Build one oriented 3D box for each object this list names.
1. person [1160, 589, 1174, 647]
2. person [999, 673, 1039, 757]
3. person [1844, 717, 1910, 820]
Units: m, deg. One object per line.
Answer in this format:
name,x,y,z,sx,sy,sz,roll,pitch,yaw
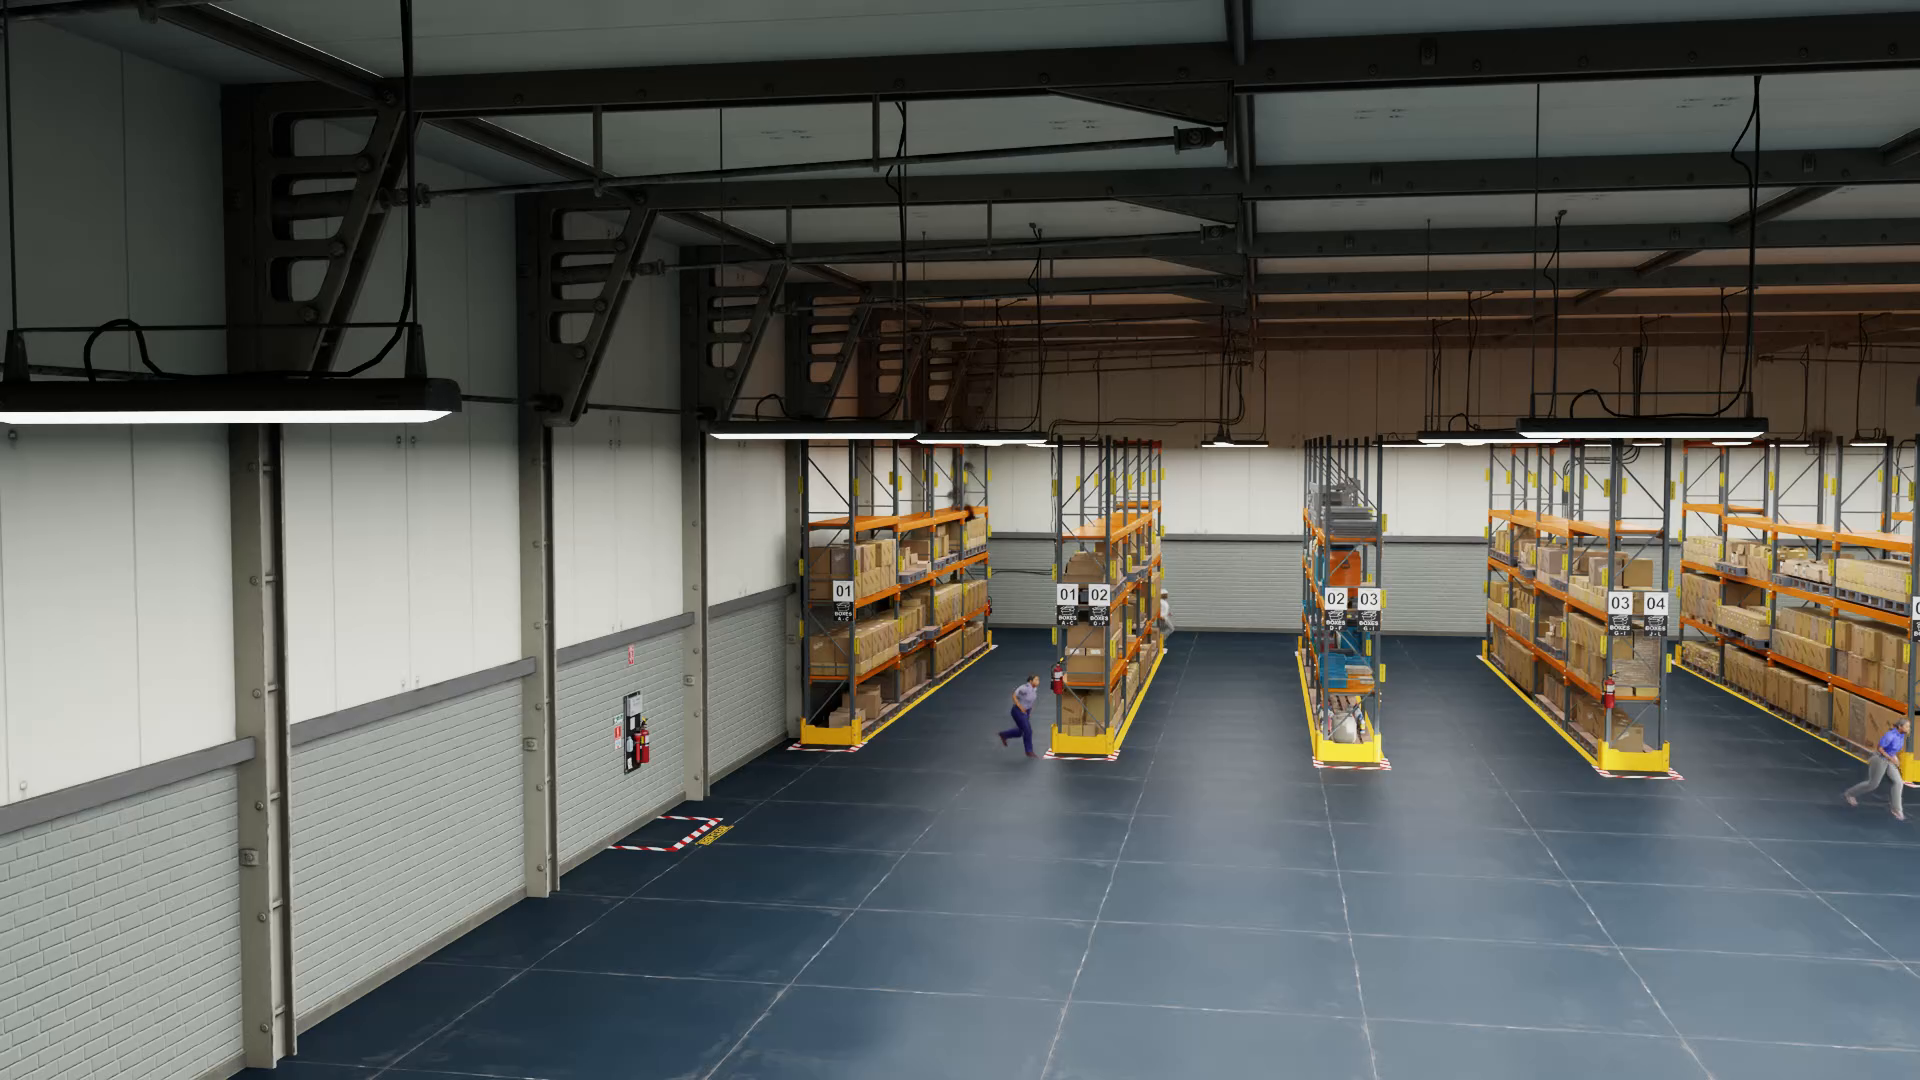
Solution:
person,5.920,2.262,48.141,0.573,1.706,0.765,0,3,7
person,1.083,3.284,31.163,0.895,1.596,0.614,2,4,35
person,14.412,3.542,26.112,0.610,1.616,0.975,-3,4,-39
